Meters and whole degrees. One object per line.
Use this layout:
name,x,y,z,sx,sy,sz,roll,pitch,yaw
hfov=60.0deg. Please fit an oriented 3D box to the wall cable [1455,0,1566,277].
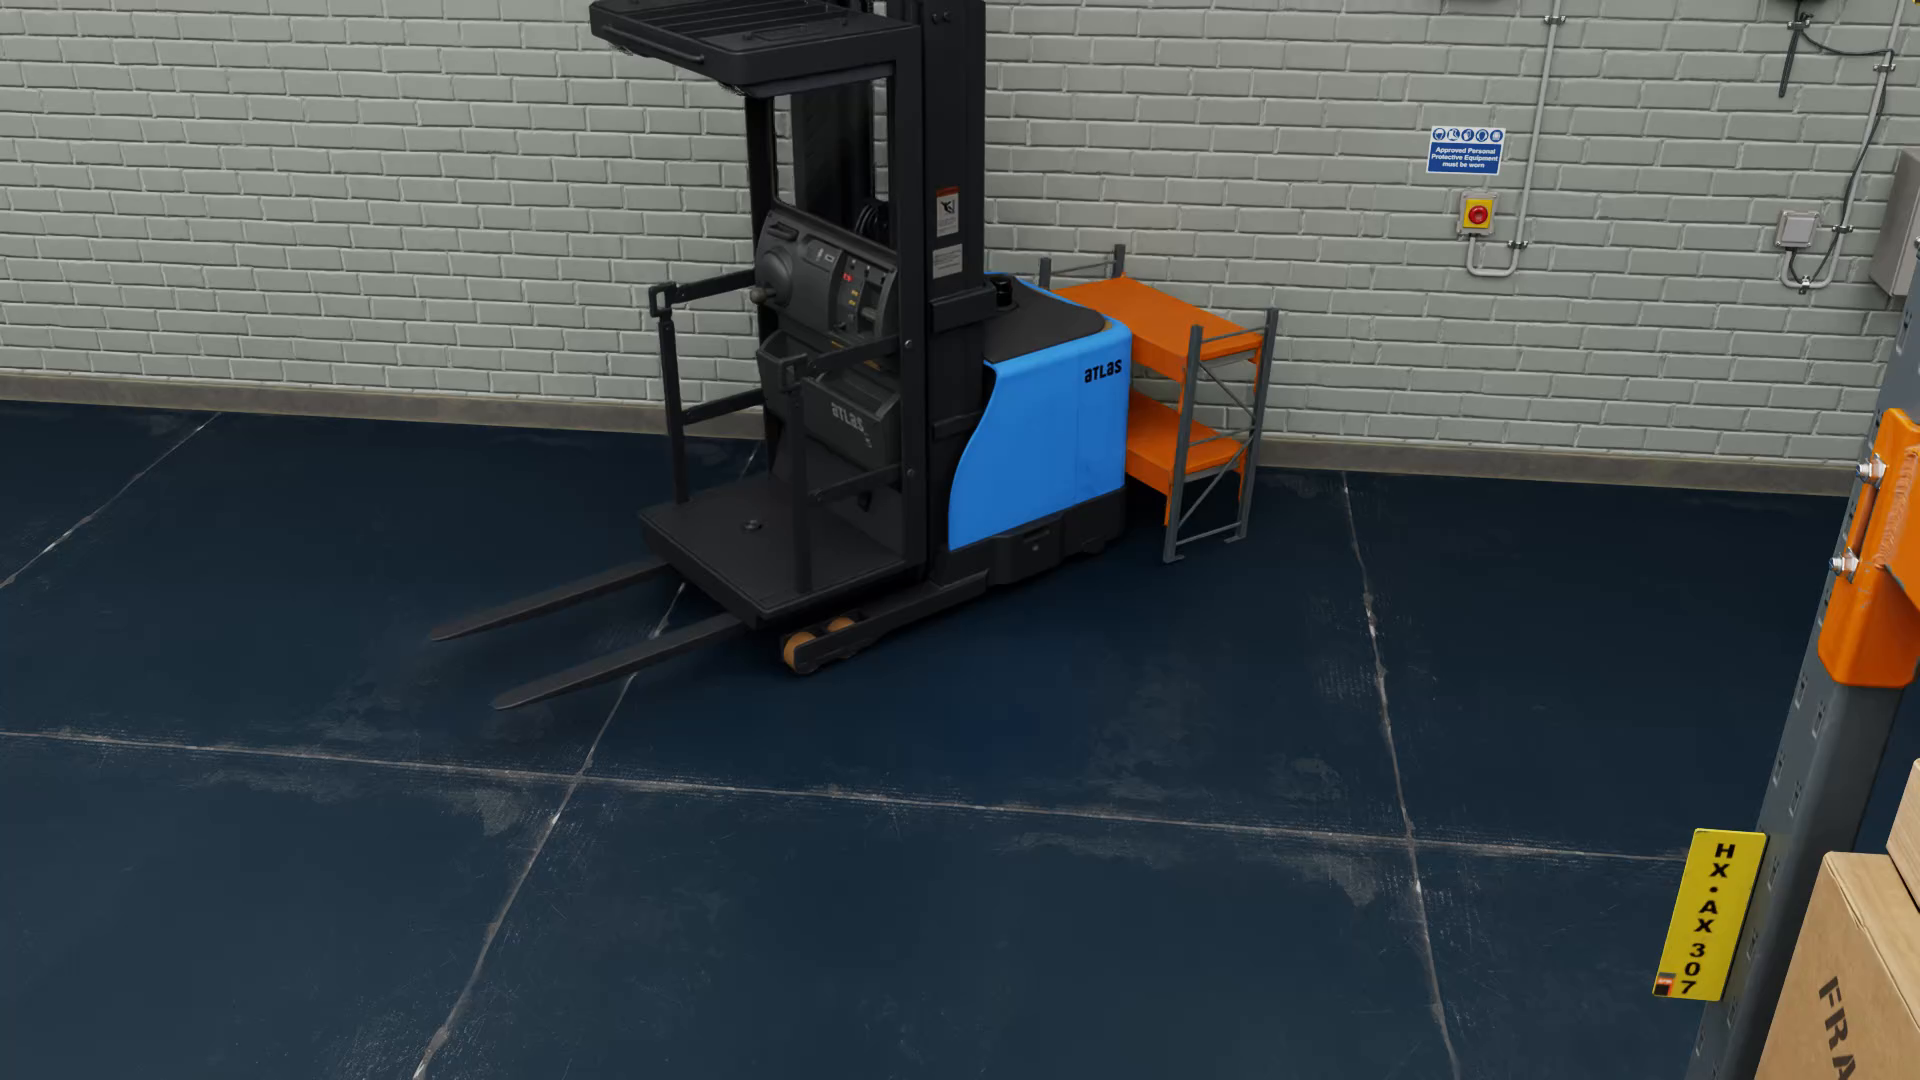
wall cable,2.354,-2.092,7.367,0.585,1.953,0.123,3,28,6

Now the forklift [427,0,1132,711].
forklift,-0.711,-1.031,6.573,3.031,2.935,1.130,-20,34,-32

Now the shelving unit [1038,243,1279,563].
shelving unit,0.854,-0.659,7.742,0.538,1.125,1.048,-16,33,-33

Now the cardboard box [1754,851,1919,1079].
cardboard box,1.345,0.749,2.037,0.500,0.500,0.500,3,28,5

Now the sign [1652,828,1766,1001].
sign,1.136,0.573,2.527,0.100,0.325,0.005,3,28,6

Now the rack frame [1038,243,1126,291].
rack frame,0.555,-0.862,8.099,0.500,1.125,0.032,-16,33,-33

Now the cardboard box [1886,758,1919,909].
cardboard box,1.368,0.406,1.991,0.380,0.149,0.250,4,29,7

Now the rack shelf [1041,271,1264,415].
rack shelf,0.870,-0.919,7.607,0.538,0.278,1.000,-16,33,-33

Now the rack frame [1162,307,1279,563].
rack frame,1.154,-0.457,7.385,0.500,1.125,0.032,-16,33,-33

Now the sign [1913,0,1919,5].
sign,1.136,-0.751,1.814,0.100,0.325,0.005,3,28,6

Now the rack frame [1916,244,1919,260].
rack frame,1.686,-1.617,1.263,1.000,3.000,0.127,3,28,6

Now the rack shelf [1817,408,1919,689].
rack shelf,1.441,0.962,0.398,1.077,0.370,4.000,3,28,6

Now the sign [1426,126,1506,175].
sign,2.314,-1.782,7.610,0.327,0.218,0.001,3,28,6

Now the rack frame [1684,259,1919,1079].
rack frame,1.686,1.024,2.686,1.000,3.000,0.127,3,28,6

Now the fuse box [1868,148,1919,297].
fuse box,4.421,-0.873,7.567,0.539,1.711,0.414,3,28,6

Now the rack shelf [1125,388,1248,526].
rack shelf,0.842,-0.442,7.854,0.538,0.278,1.000,-16,33,-33

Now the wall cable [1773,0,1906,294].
wall cable,3.763,-2.002,7.232,0.588,1.984,0.122,3,28,6
